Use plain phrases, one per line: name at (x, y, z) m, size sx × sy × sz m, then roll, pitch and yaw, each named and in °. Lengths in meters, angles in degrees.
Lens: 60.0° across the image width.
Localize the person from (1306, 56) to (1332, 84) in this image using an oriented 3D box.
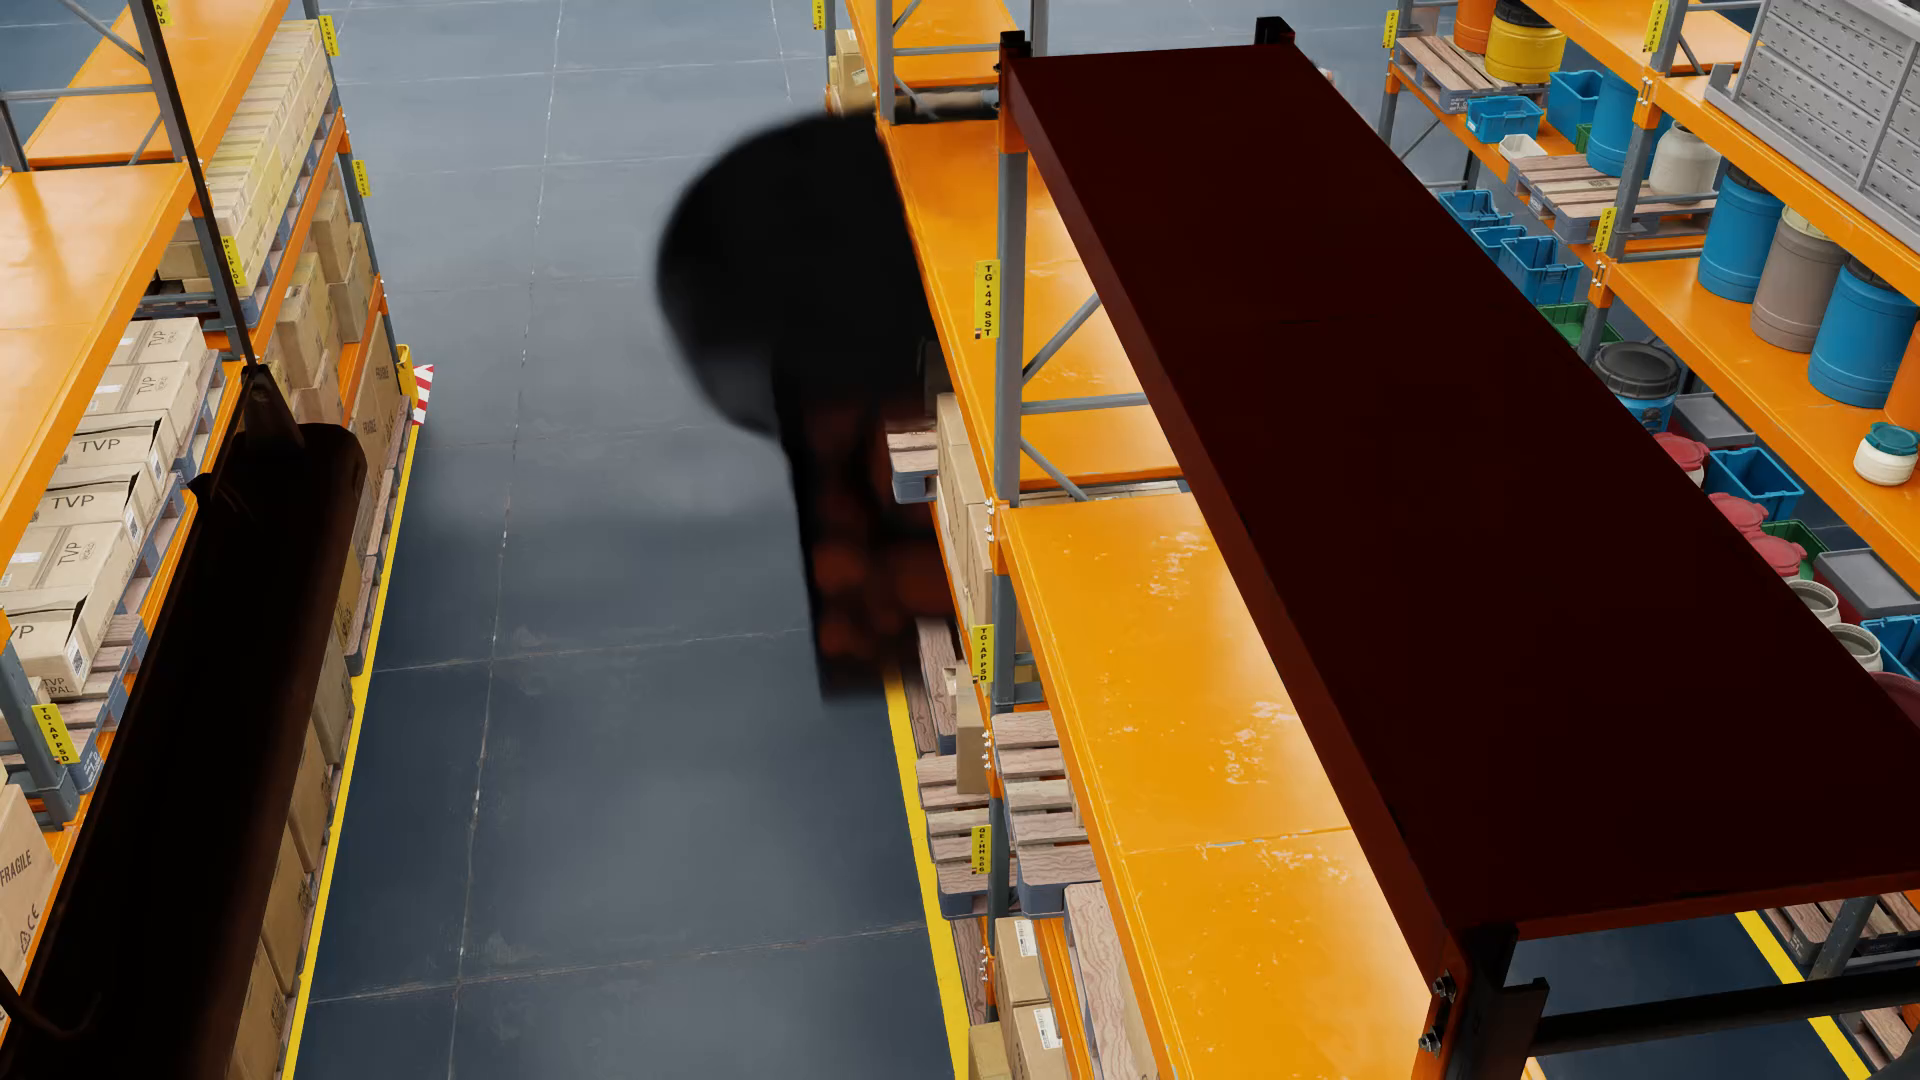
person at (3.997, -4.551, 18.370) m, size 0.956 × 1.602 × 0.608 m, roll 11°, pitch 38°, yaw 14°
